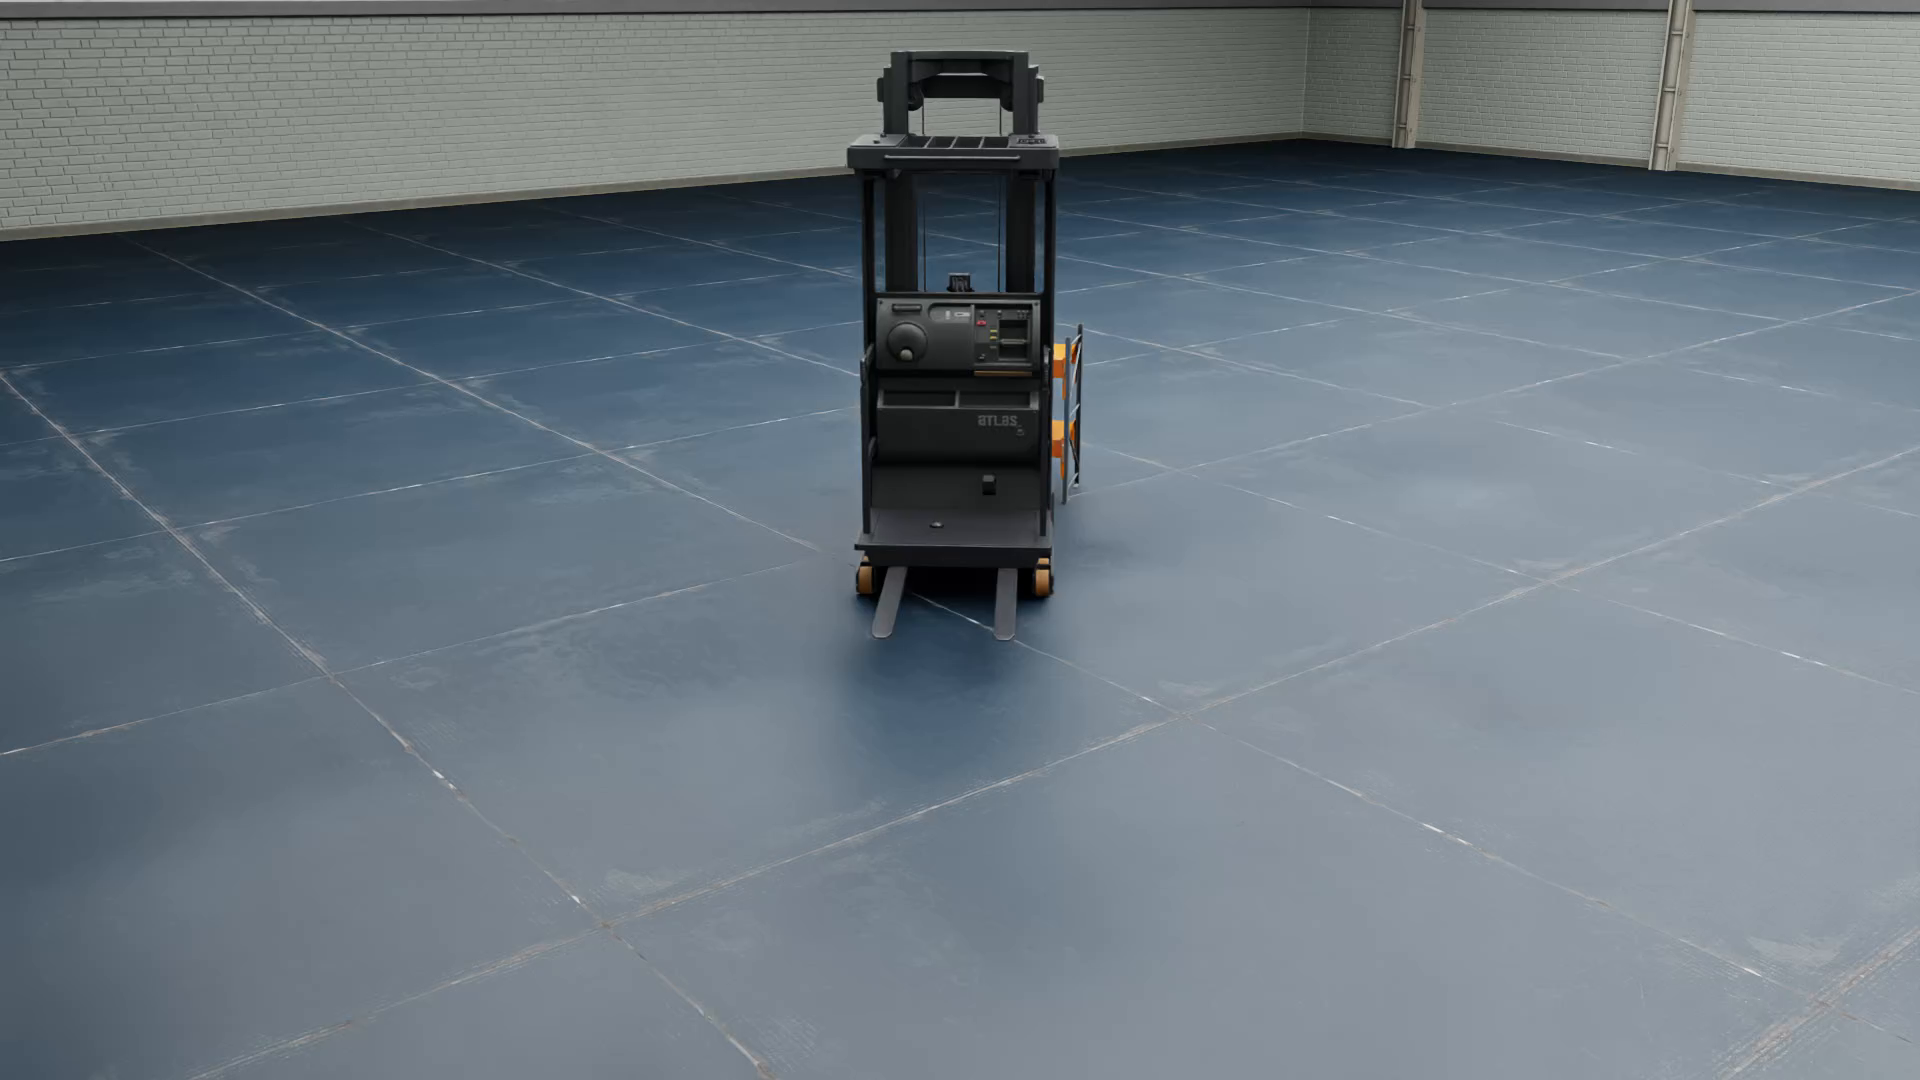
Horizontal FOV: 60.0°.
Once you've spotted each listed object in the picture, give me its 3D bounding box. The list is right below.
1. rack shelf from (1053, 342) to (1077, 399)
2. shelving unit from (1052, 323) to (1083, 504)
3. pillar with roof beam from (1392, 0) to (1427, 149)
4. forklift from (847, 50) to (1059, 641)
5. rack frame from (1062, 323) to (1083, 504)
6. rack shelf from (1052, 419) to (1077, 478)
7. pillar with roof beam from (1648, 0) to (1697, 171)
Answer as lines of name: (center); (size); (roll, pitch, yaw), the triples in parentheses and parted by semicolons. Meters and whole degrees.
rack shelf: (0.263, -1.168, 11.168); (1.000, 0.278, 0.538); (4, 19, 13)
shelving unit: (0.263, -0.890, 11.260); (1.048, 1.125, 0.538); (4, 19, 13)
pillar with roof beam: (6.252, -11.952, 32.141); (9.100, 9.000, 0.400); (-14, 23, -36)
forklift: (-0.018, -1.169, 9.230); (1.130, 2.935, 3.031); (1, 18, 3)
rack frame: (0.757, -0.851, 11.144); (0.032, 1.125, 0.500); (4, 19, 13)
rack shelf: (0.263, -0.658, 11.337); (1.000, 0.278, 0.538); (4, 19, 13)
pillar with roof beam: (9.978, -10.473, 27.676); (9.100, 9.000, 0.400); (-14, 23, -36)
